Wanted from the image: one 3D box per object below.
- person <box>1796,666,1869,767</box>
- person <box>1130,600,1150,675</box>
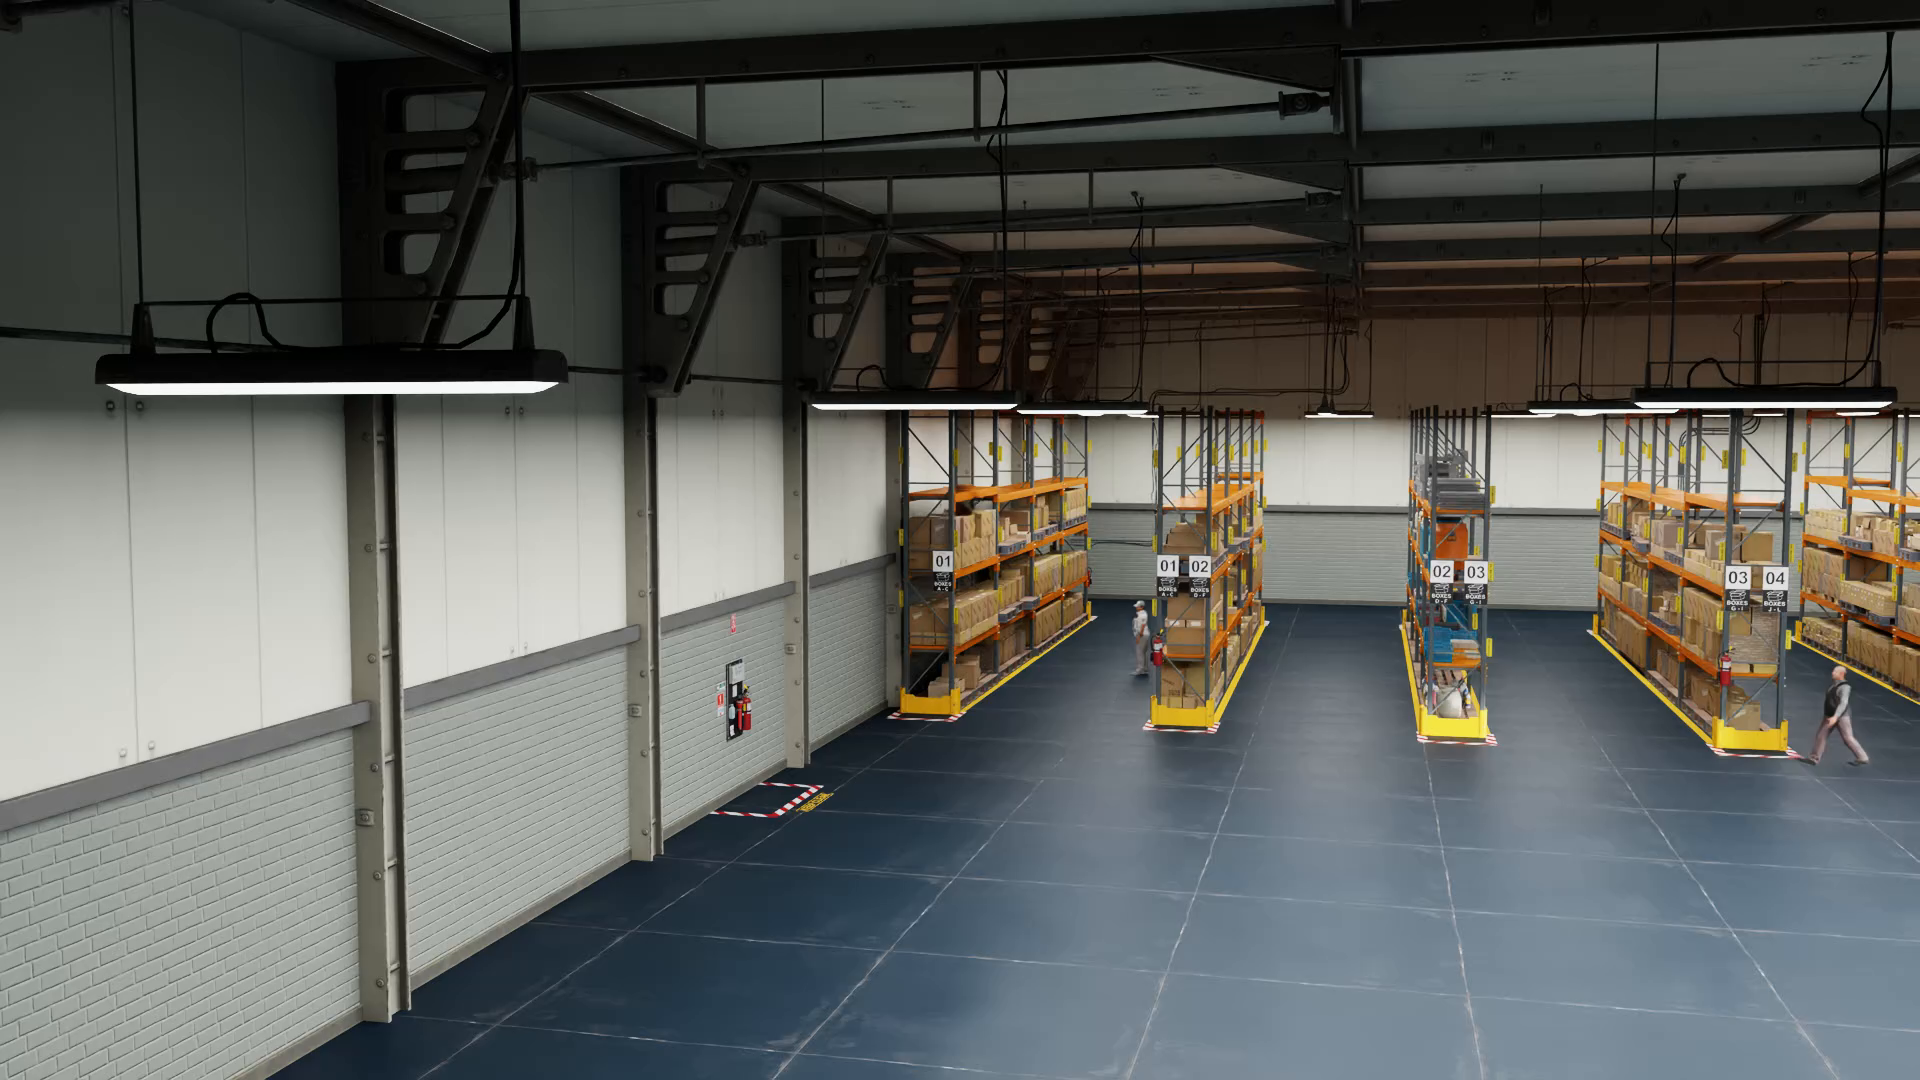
[{"bbox_3d":[14.426,2.915,27.401,1.024,1.683,0.556,0,4,-2],"label":"person"},{"bbox_3d":[4.058,2.196,37.491,0.440,1.668,0.502,0,4,3],"label":"person"}]
